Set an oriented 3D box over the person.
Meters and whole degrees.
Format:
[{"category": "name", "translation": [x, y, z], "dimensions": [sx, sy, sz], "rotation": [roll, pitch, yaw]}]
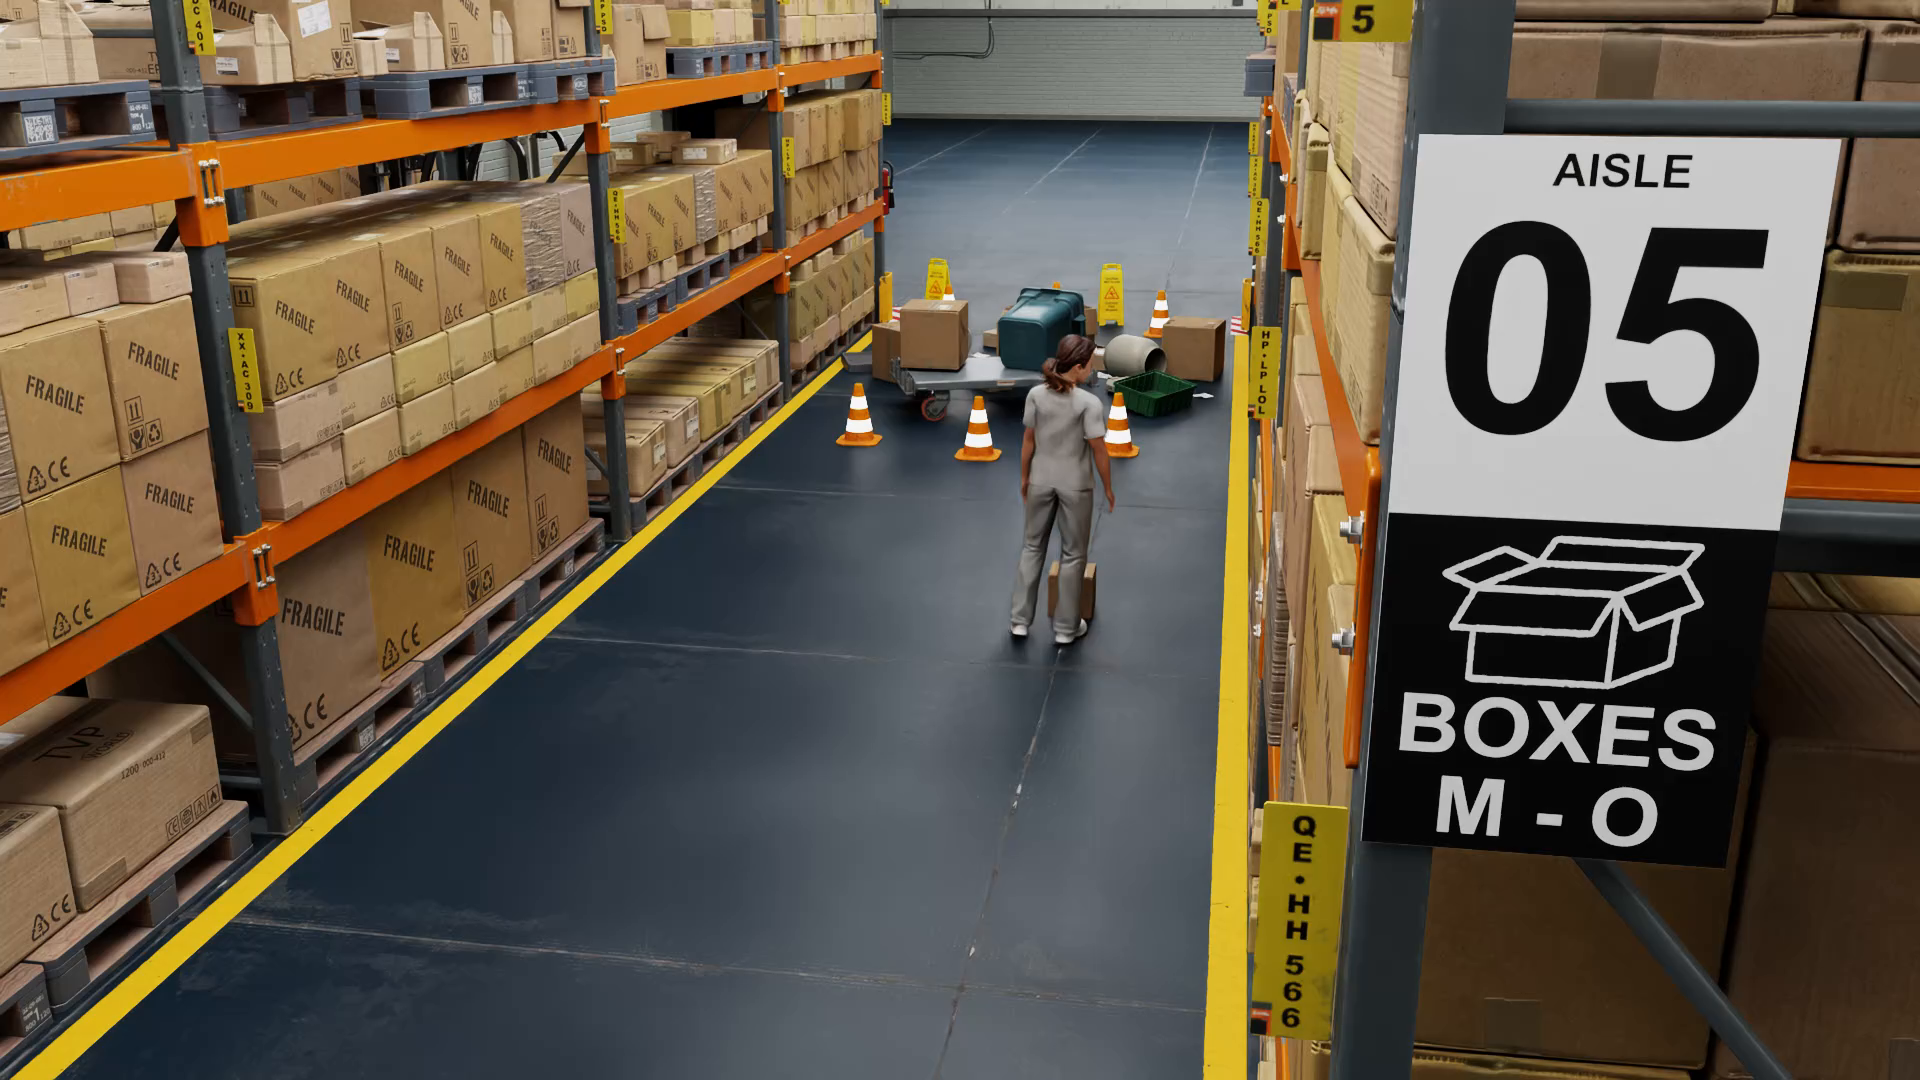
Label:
[{"category": "person", "translation": [0.532, -0.262, 8.828], "dimensions": [0.584, 1.695, 0.399], "rotation": [7, 19, 22]}]
